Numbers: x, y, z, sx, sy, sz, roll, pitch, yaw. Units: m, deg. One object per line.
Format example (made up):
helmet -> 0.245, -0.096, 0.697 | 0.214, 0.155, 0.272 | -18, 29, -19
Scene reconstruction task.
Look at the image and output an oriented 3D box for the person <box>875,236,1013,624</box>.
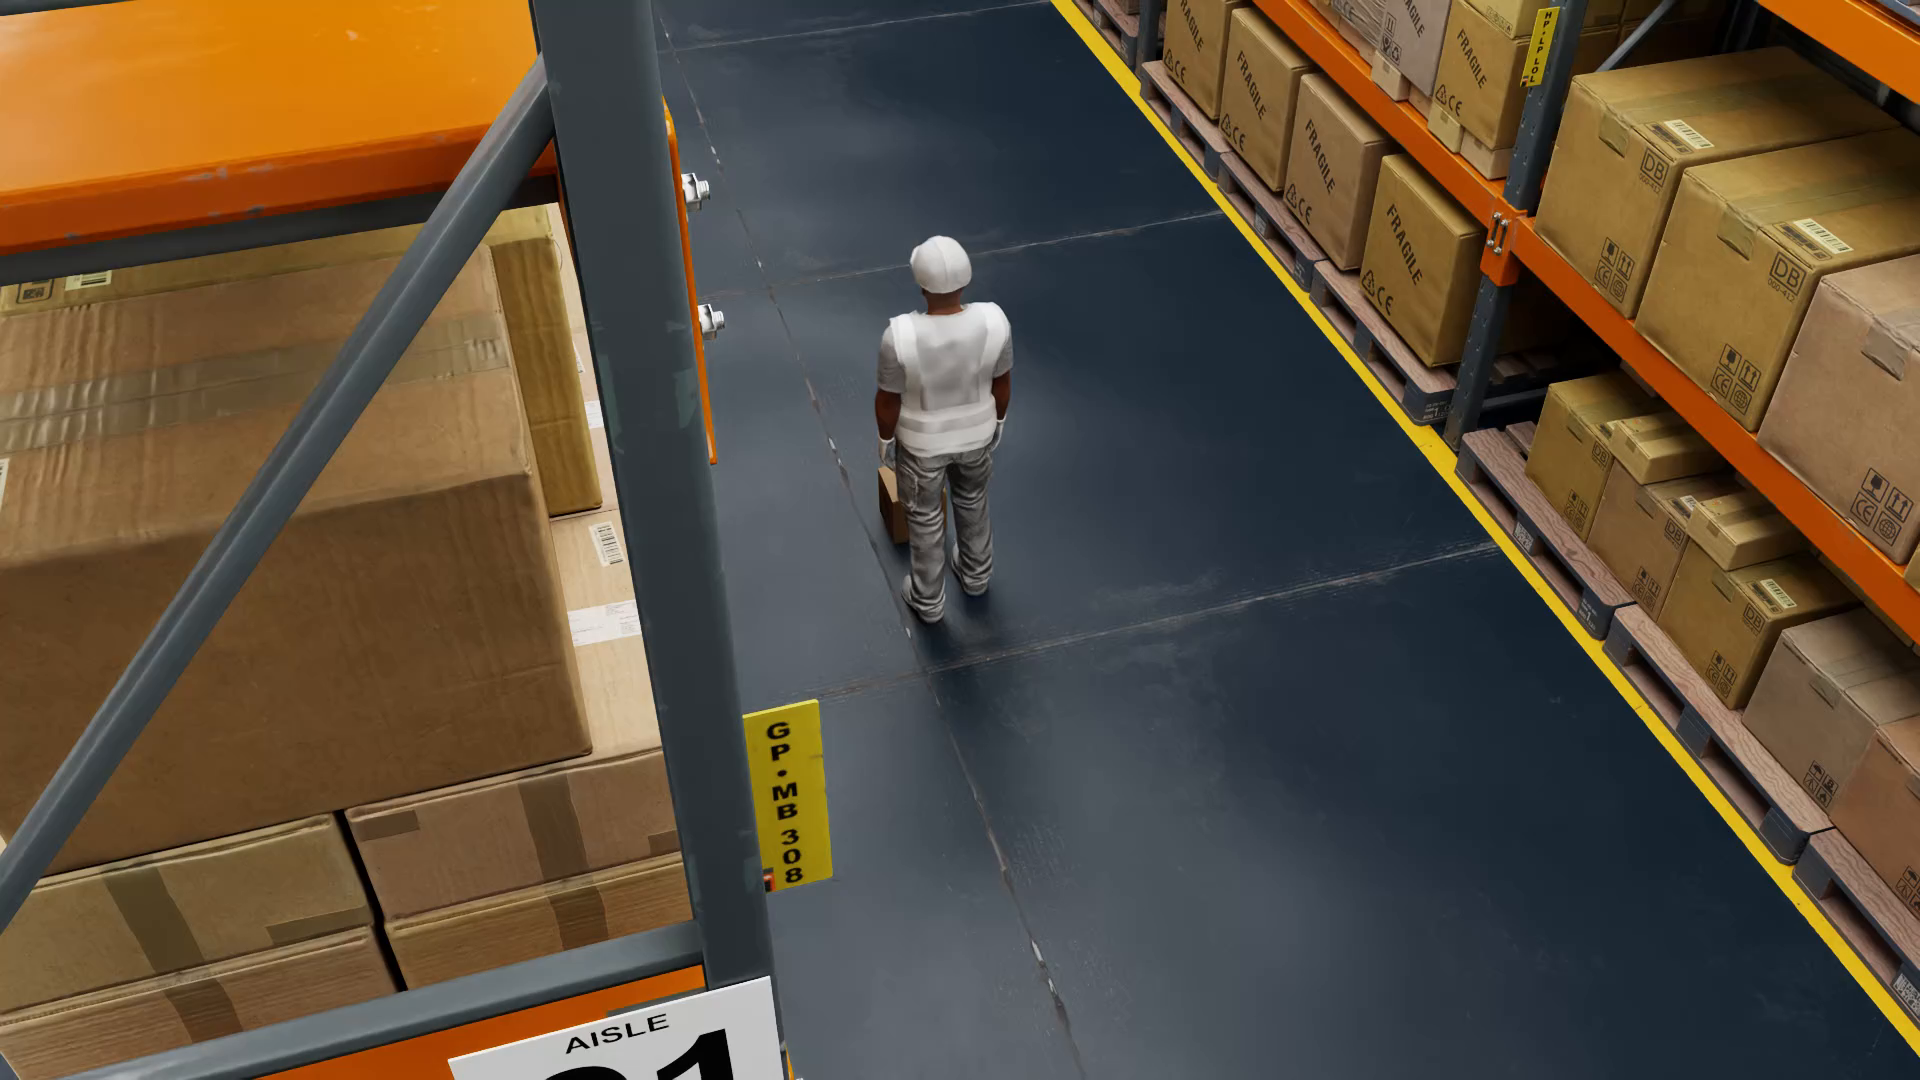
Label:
person -> -0.080, -0.449, 6.651 | 0.545, 1.789, 0.424 | -11, 43, -12
